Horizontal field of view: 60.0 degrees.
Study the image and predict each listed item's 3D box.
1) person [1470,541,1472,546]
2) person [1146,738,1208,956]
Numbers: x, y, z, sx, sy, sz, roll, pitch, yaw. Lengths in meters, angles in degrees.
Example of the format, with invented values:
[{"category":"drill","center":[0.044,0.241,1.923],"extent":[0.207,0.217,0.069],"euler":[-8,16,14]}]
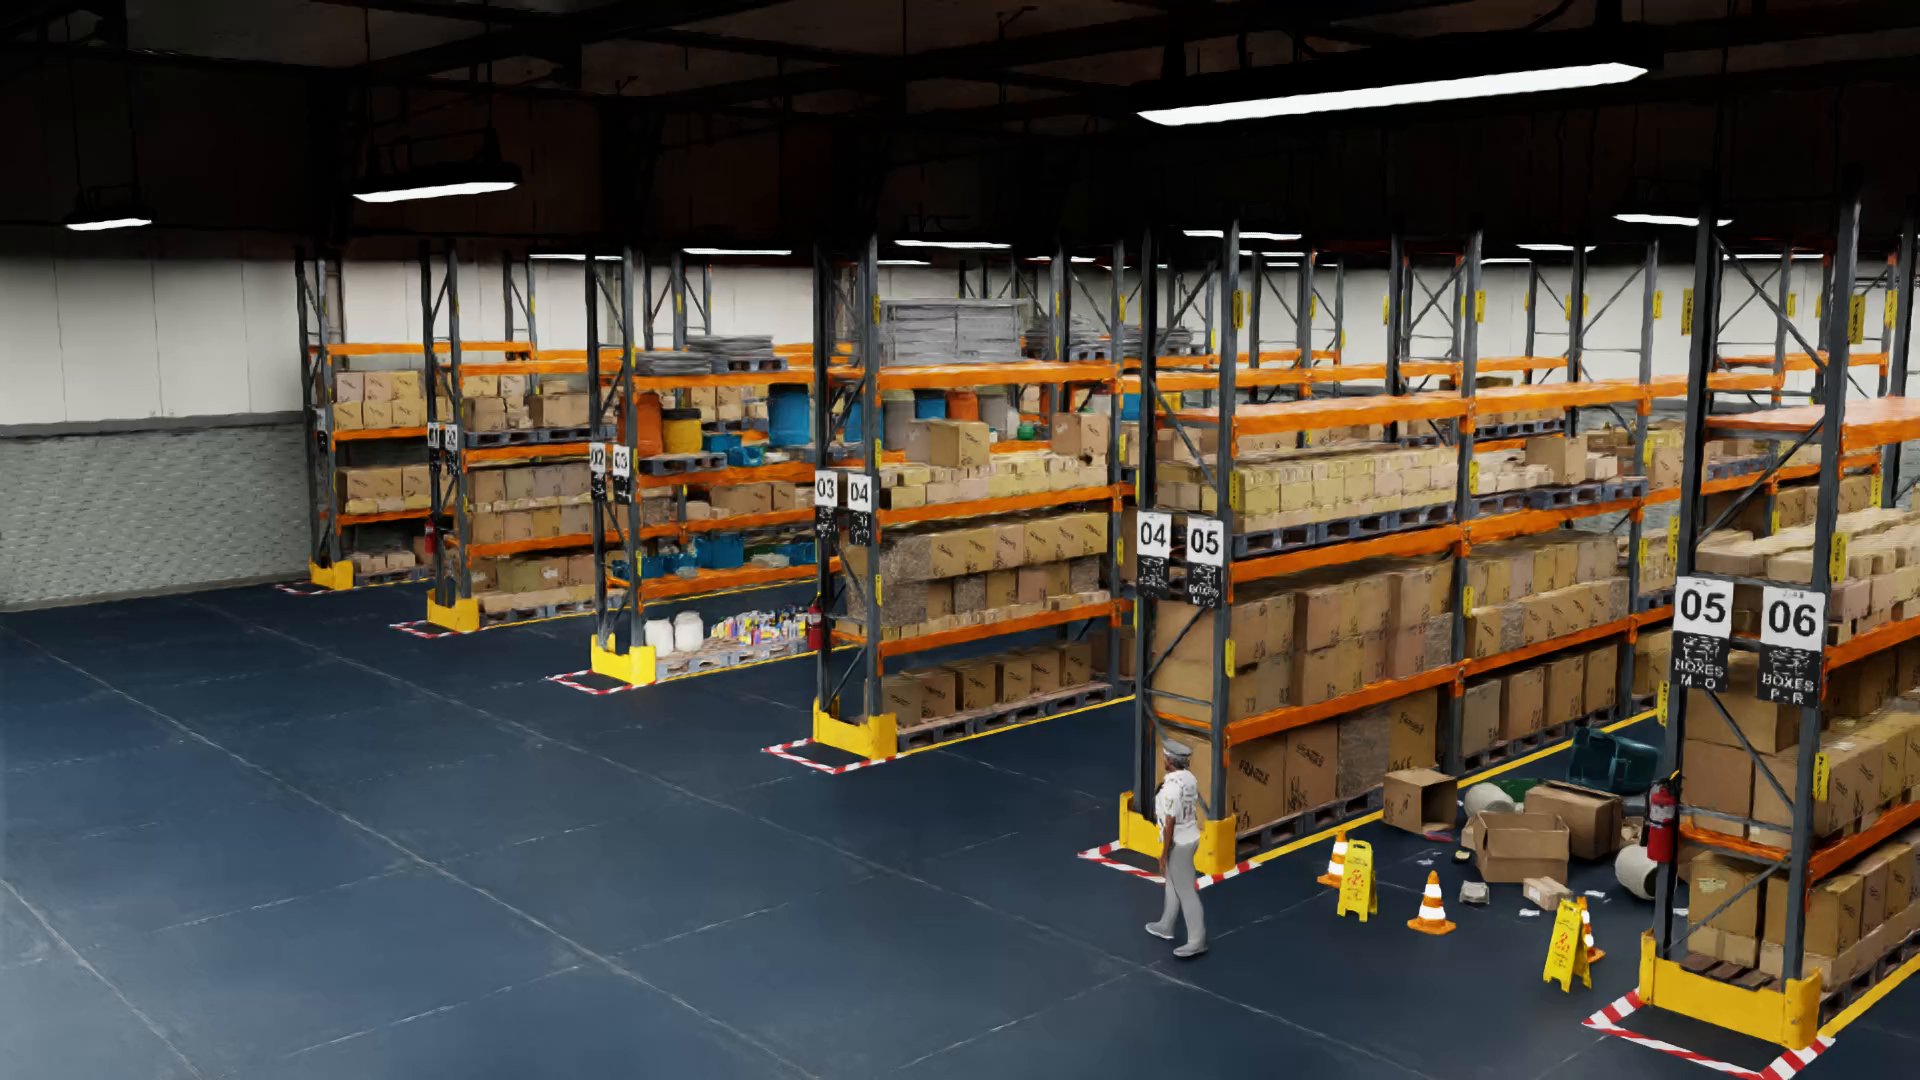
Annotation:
[{"category":"person","center":[7.465,0.757,24.637],"extent":[0.423,1.599,0.498],"euler":[4,9,25]},{"category":"person","center":[1.722,2.418,13.241],"extent":[0.605,1.657,0.590],"euler":[4,9,25]}]
